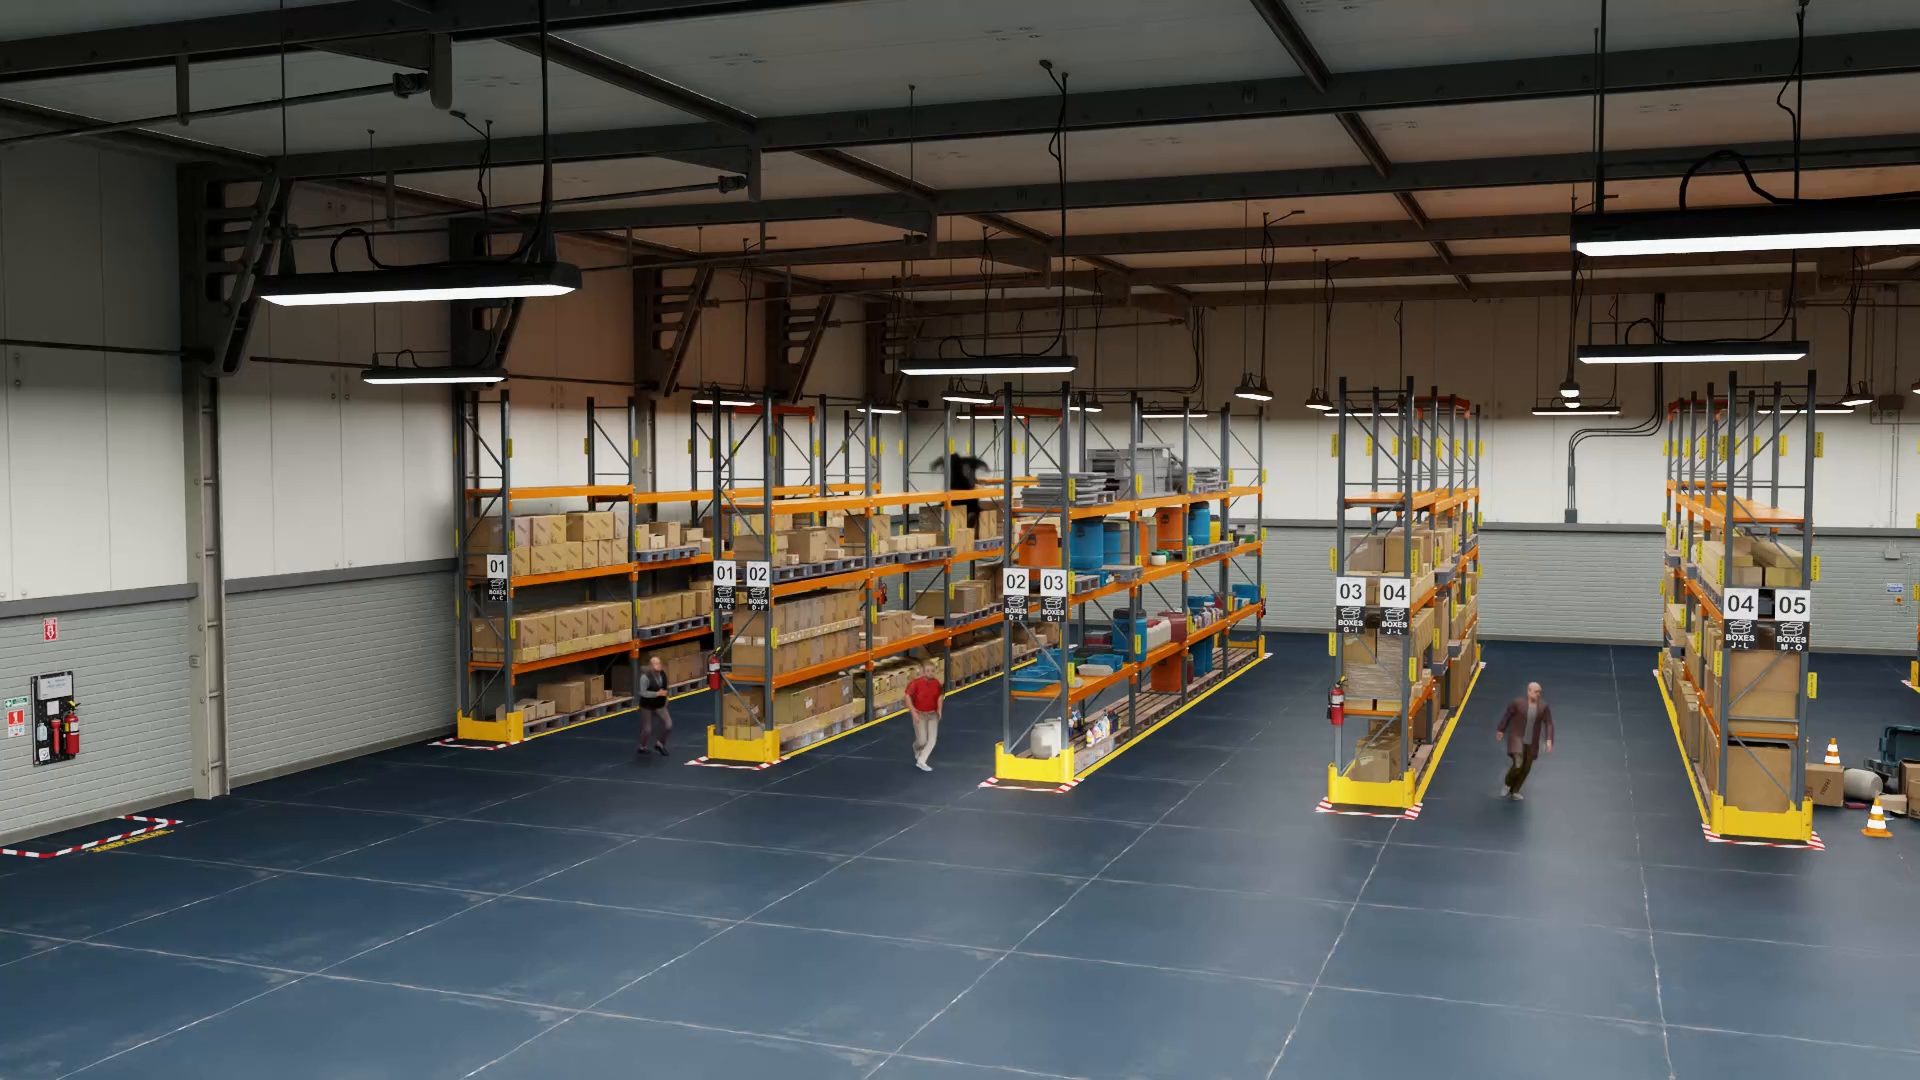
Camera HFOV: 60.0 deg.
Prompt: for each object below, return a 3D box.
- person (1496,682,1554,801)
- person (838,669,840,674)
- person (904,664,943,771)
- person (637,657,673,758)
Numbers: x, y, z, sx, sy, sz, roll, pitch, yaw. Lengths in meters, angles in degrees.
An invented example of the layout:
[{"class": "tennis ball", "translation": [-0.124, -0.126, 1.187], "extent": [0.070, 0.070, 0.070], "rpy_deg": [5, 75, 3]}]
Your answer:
[{"class": "person", "translation": [7.990, 2.841, 23.465], "extent": [0.686, 1.722, 0.738], "rpy_deg": [0, 3, -4]}, {"class": "person", "translation": [-2.618, 2.257, 34.986], "extent": [0.564, 1.641, 0.953], "rpy_deg": [0, 3, 8]}, {"class": "person", "translation": [-0.575, 2.748, 25.976], "extent": [0.661, 1.673, 0.572], "rpy_deg": [-1, 3, -24]}, {"class": "person", "translation": [-4.939, 2.691, 26.784], "extent": [0.574, 1.647, 0.915], "rpy_deg": [-2, 4, -38]}]
